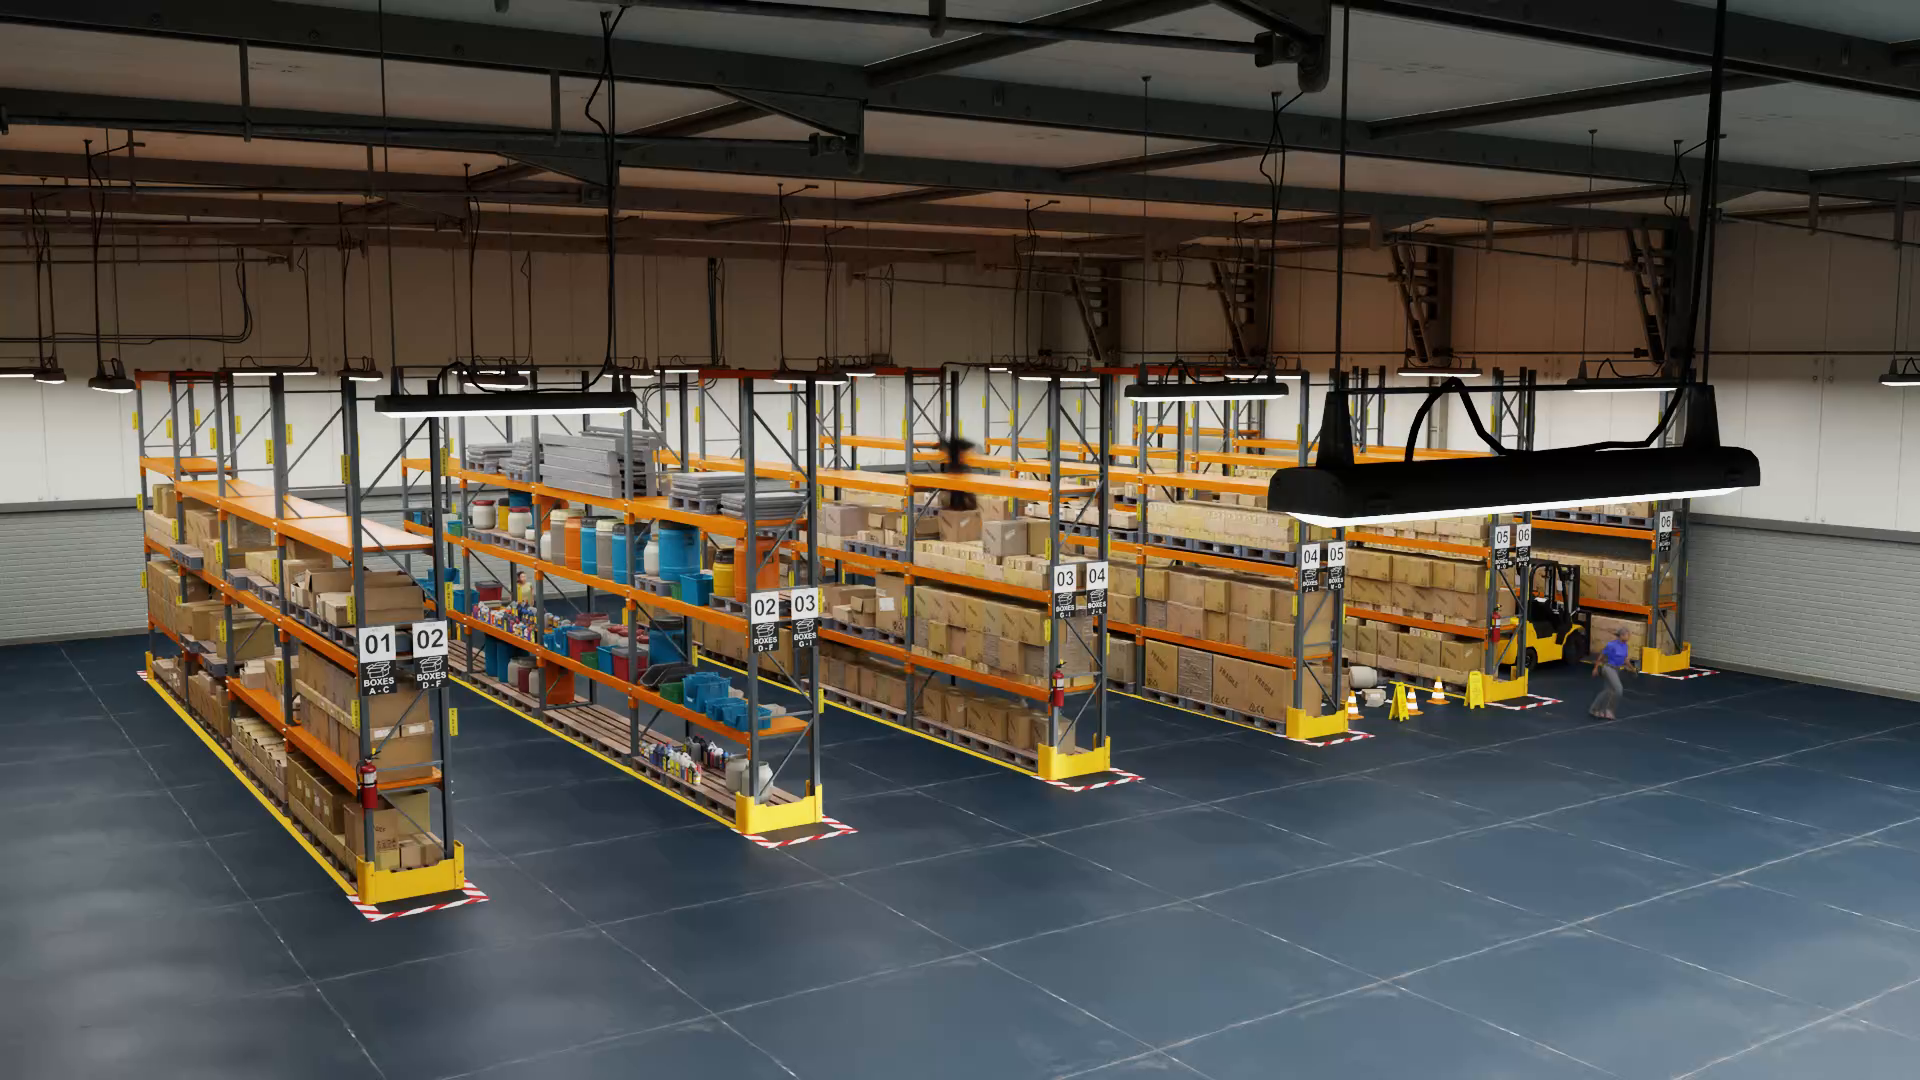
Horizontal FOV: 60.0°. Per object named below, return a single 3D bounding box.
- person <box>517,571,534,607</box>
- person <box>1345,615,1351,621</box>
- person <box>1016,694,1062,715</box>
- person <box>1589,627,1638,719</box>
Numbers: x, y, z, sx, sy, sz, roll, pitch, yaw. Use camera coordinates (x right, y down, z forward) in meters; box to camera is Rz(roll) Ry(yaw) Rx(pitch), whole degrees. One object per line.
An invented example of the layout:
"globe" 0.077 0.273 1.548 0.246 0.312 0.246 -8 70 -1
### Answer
"person" -9.308 1.504 35.443 0.558 1.703 0.688 -4 7 -29
"person" 8.637 1.484 36.320 0.574 1.535 0.539 6 9 43
"person" 1.448 2.243 29.334 1.015 1.705 0.712 4 8 34
"person" 11.285 2.287 28.746 0.548 1.605 0.756 -6 9 -41
